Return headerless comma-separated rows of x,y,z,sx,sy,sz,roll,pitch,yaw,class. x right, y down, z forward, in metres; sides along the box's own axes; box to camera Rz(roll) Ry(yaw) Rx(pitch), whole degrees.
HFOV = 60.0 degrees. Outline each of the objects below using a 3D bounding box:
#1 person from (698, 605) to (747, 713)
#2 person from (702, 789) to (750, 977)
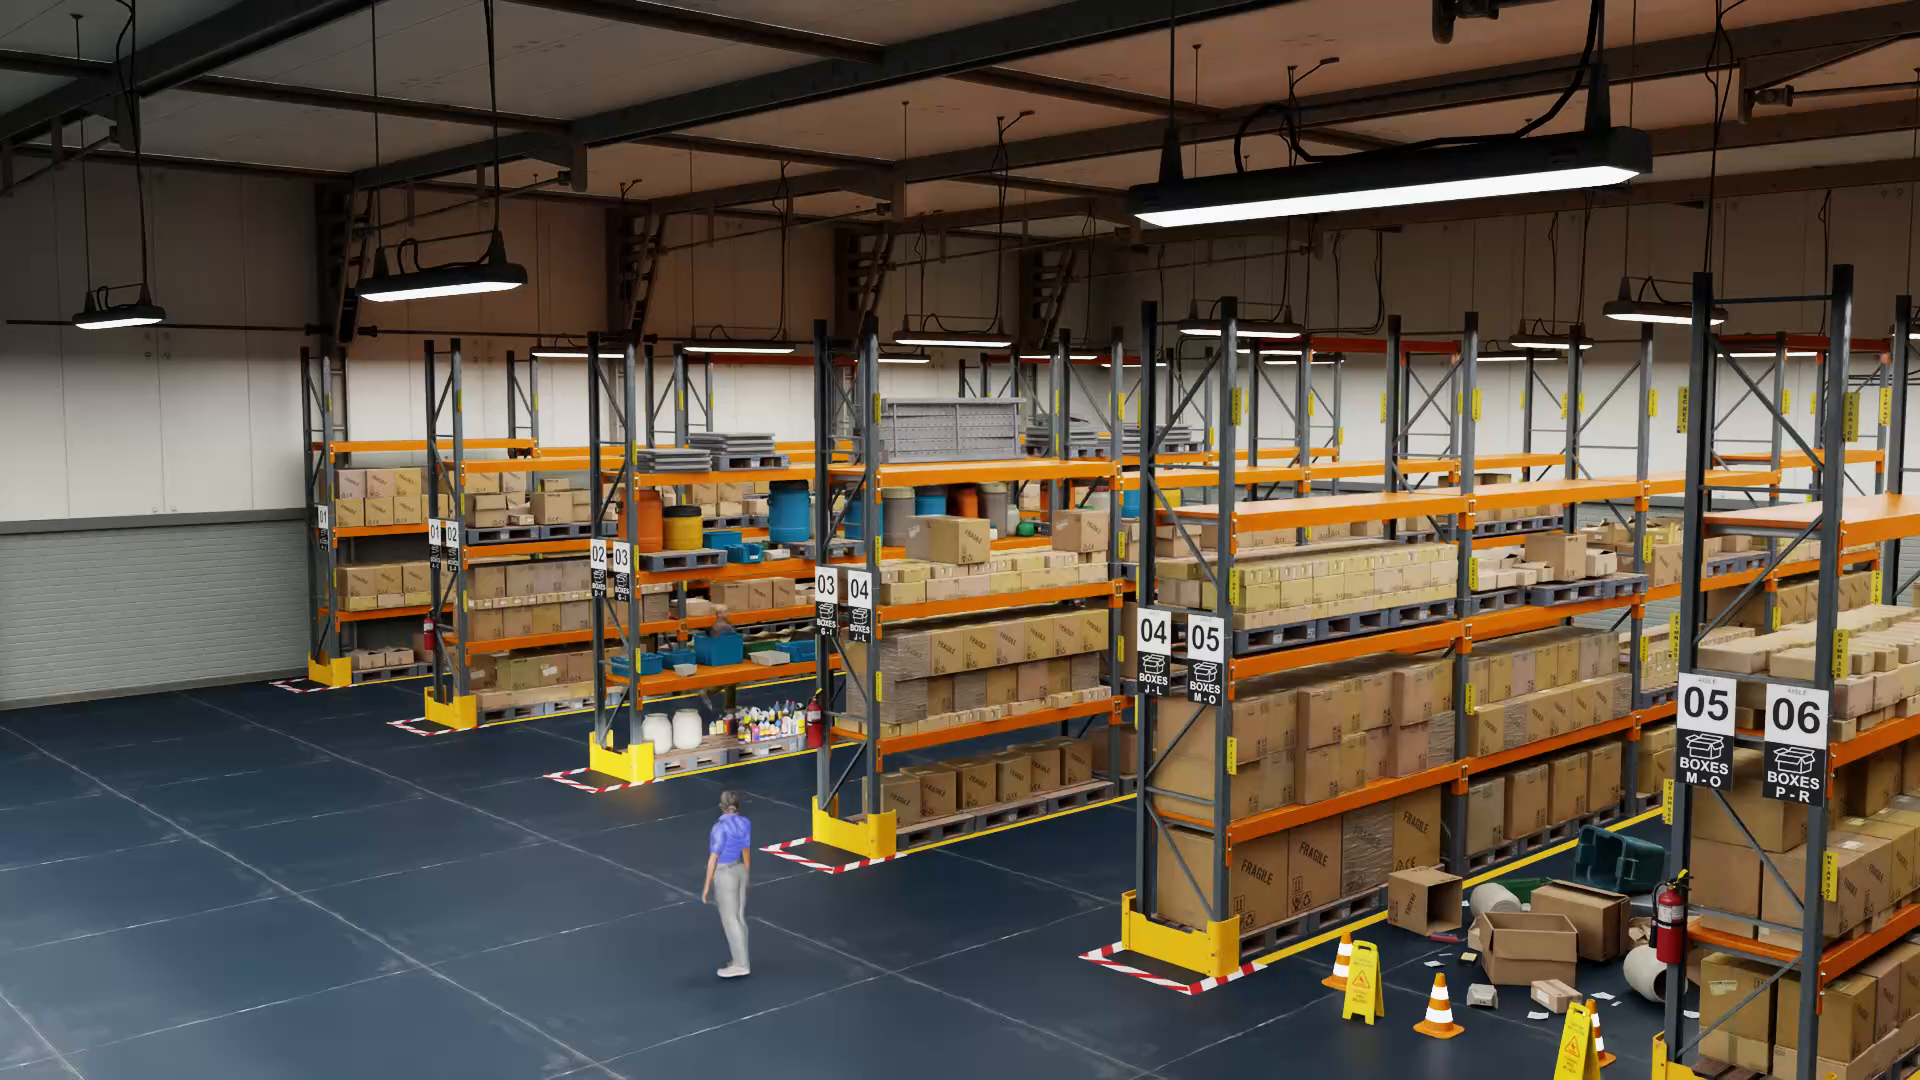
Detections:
-3.836,1.916,26.818,0.779,1.757,0.581,-1,5,-8,person
-2.036,3.050,14.756,0.385,1.683,0.511,2,5,23,person
